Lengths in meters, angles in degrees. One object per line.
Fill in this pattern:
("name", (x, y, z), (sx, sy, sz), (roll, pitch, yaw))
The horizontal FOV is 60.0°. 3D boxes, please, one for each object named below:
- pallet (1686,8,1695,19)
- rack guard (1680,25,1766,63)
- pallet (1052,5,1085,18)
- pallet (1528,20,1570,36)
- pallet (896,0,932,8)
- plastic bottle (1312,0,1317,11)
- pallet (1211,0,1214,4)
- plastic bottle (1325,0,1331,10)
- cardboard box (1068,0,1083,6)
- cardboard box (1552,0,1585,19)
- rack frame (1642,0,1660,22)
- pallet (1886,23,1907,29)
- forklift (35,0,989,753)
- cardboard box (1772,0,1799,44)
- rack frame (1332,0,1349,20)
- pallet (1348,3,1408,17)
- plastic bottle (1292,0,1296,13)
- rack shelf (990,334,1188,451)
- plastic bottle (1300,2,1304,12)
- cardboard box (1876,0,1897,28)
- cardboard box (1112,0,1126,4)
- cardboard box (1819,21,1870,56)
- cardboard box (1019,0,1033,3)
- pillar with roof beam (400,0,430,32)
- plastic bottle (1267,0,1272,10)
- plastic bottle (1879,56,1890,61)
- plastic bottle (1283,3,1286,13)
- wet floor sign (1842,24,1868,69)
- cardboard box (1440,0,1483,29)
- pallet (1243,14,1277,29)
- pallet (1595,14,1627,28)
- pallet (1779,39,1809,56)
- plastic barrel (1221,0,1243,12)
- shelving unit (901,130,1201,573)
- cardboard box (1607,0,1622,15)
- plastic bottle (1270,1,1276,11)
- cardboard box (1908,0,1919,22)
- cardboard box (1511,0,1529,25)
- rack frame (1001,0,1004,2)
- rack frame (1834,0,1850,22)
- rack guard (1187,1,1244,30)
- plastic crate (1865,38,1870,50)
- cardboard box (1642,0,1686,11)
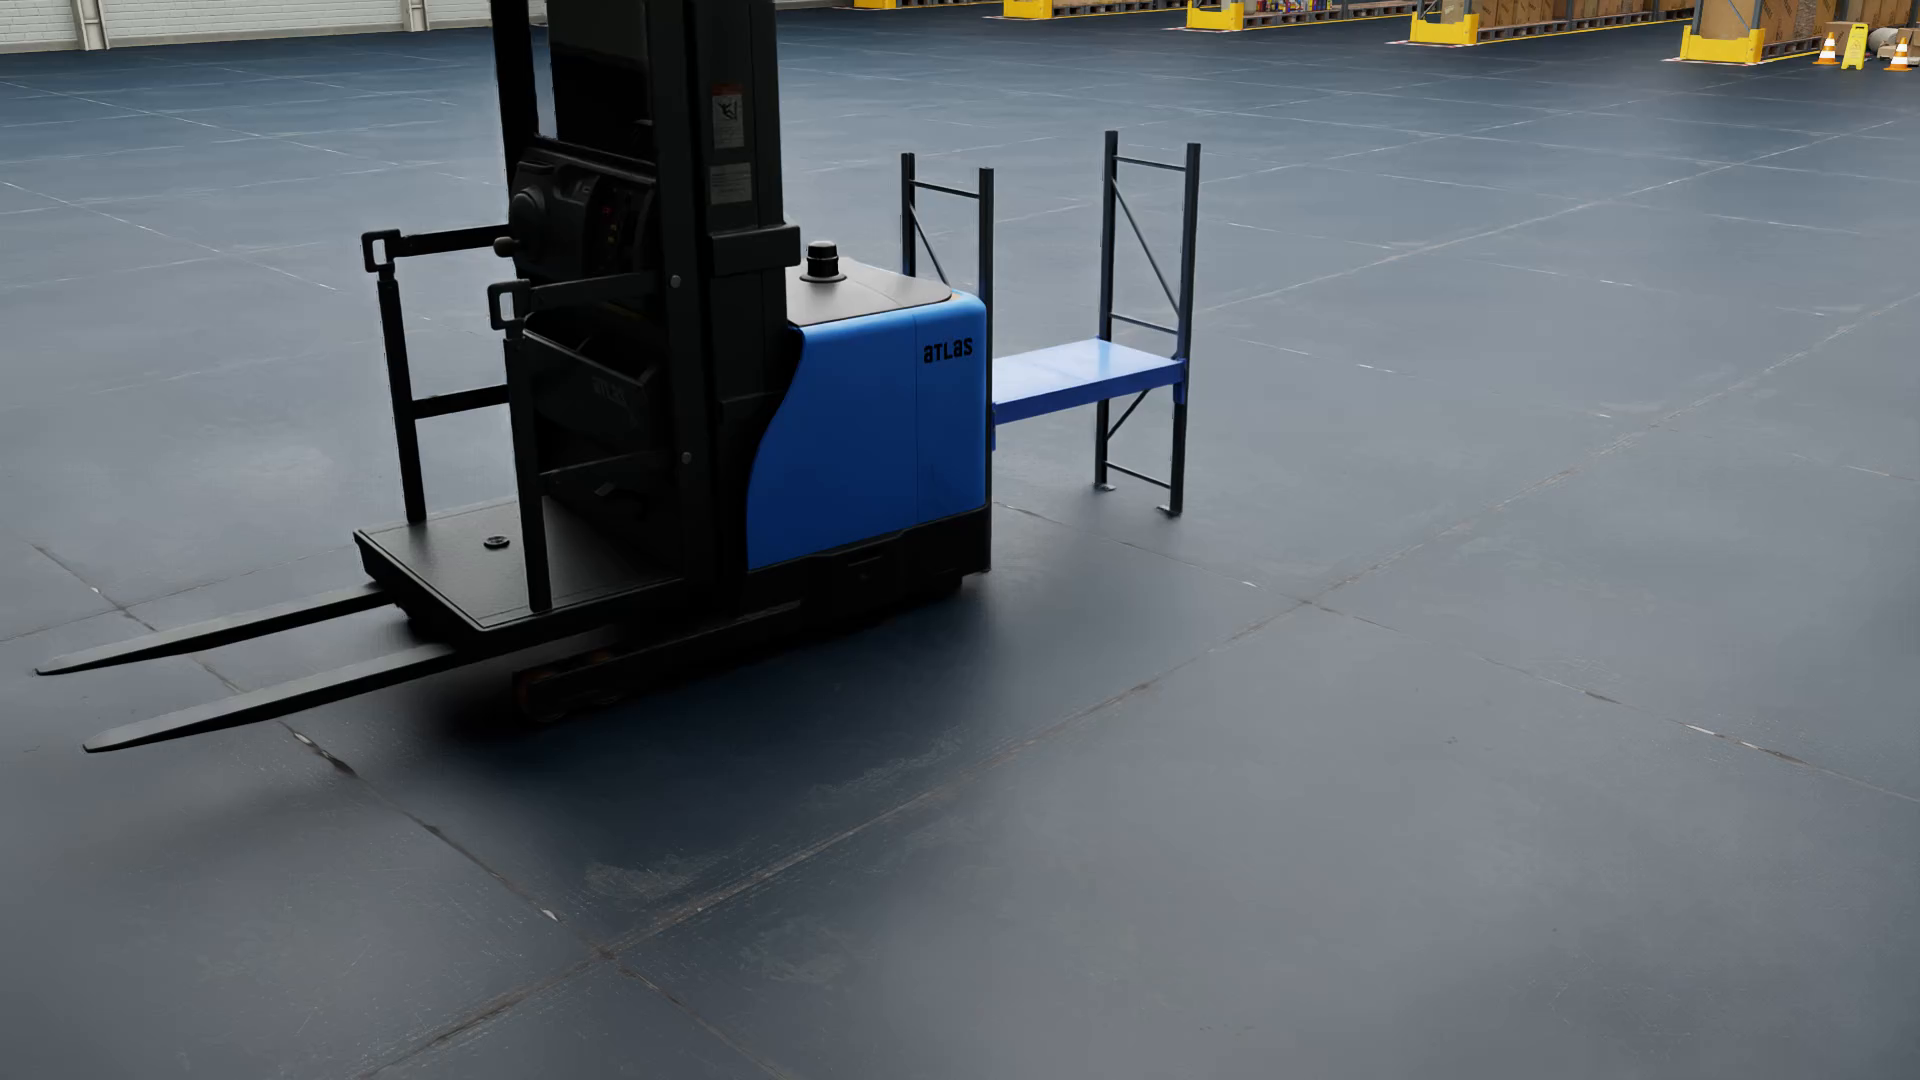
("pallet", (15.613, -11.534, 36.288), (1.003, 0.211, 1.213), (19, 28, 41))
("rack guard", (12.044, -7.843, 26.283), (1.175, 0.500, 0.348), (19, 28, 41))
("pallet", (1.986, -11.669, 36.640), (1.003, 0.211, 1.213), (19, 28, 41))
("pallet", (10.925, -9.828, 31.851), (1.003, 0.211, 1.213), (19, 28, 41))
("pallet", (-1.424, -12.920, 39.895), (1.003, 0.211, 1.213), (19, 28, 41))
("plastic bottle", (7.359, -11.149, 34.573), (0.133, 0.283, 0.061), (-18, 27, -39))
("pallet", (6.461, -13.316, 40.926), (1.003, 0.211, 1.213), (19, 28, 41))
("plastic bottle", (7.720, -11.282, 34.920), (0.133, 0.283, 0.061), (-18, 28, -39))
("cardboard box", (2.362, -11.888, 36.569), (0.500, 0.250, 0.500), (19, 28, 41))
("cardboard box", (11.812, -10.502, 32.589), (0.700, 0.500, 0.500), (17, 27, 37))
("rack frame", (14.158, -12.340, 34.498), (1.000, 3.000, 0.127), (19, 28, 41))
("pallet", (17.037, -9.587, 31.223), (1.003, 0.211, 1.213), (19, 28, 41))
("forklift", (-1.364, -1.021, 5.145), (3.031, 2.935, 1.130), (-16, 26, -35))
("cardboard box", (13.099, -8.638, 27.242), (0.875, 0.875, 0.875), (19, 28, 40))
("rack frame", (7.819, -12.551, 35.048), (1.000, 3.000, 0.127), (19, 28, 41))
("pallet", (9.190, -11.776, 36.918), (1.003, 0.211, 1.213), (19, 28, 41))
("plastic bottle", (6.826, -10.957, 34.089), (0.097, 0.271, 0.097), (0, 21, 0))
("rack shelf", (0.350, -0.595, 6.533), (1.000, 0.185, 0.538), (-16, 26, -35))
("plastic bottle", (7.038, -11.002, 34.305), (0.097, 0.201, 0.097), (0, 21, 0))
("cardboard box", (16.545, -9.859, 30.593), (0.750, 0.750, 1.050), (-20, 28, -41))
("cardboard box", (3.412, -12.272, 37.569), (0.500, 0.250, 0.500), (19, 28, 41))
("cardboard box", (14.503, -8.223, 27.267), (0.500, 0.500, 0.500), (-14, 25, -33))
("cardboard box", (1.645, -11.888, 36.570), (0.500, 0.250, 0.500), (19, 28, 41))
("pillar with roof beam", (-7.488, -13.037, 27.950), (9.100, 9.000, 0.400), (19, 28, 41))
("plastic bottle", (6.401, -11.211, 34.640), (0.185, 0.351, 0.144), (-19, 28, -40))
("plastic bottle", (14.674, -7.650, 26.392), (0.133, 0.061, 0.283), (9, 23, 23))
("plastic bottle", (6.589, -10.837, 33.875), (0.097, 0.201, 0.097), (0, 21, 0))
("wet floor sign", (13.459, -7.414, 24.964), (0.267, 0.644, 0.232), (14, 25, 32))
("cardboard box", (9.025, -9.469, 29.927), (0.500, 0.500, 0.500), (-14, 25, -32))
("pallet", (5.619, -10.460, 33.494), (1.003, 0.211, 1.213), (19, 28, 41))
("pallet", (12.761, -10.525, 33.664), (1.003, 0.211, 1.213), (19, 28, 41))
("pallet", (13.413, -8.251, 27.748), (1.003, 0.211, 1.213), (19, 28, 41))
("plastic barrel", (5.433, -10.746, 33.234), (0.421, 0.512, 0.421), (0, 21, 0))
("shelving unit", (0.350, -0.763, 6.468), (1.048, 1.500, 0.538), (-16, 26, -35))
("cardboard box", (12.937, -10.908, 33.643), (0.500, 0.500, 0.700), (-17, 27, -38))
("plastic bottle", (6.518, -11.122, 34.617), (0.097, 0.201, 0.097), (0, 21, 0))
("cardboard box", (18.318, -10.219, 31.881), (0.500, 0.500, 0.500), (18, 27, 38))
("cardboard box", (10.289, -9.919, 31.100), (0.500, 0.500, 0.500), (16, 26, 36))
("rack frame", (0.721, -15.031, 41.499), (1.000, 3.000, 0.127), (19, 28, 41))
("rack frame", (14.851, -10.044, 28.525), (1.000, 3.000, 0.127), (19, 28, 41))
("rack guard", (5.048, -10.387, 32.903), (1.175, 0.500, 0.348), (19, 28, 41))
("plastic crate", (15.668, -8.386, 28.050), (0.662, 0.188, 0.450), (-6, 12, -15))
("cardboard box", (14.655, -11.716, 35.252), (1.225, 0.875, 0.875), (18, 27, 38))
